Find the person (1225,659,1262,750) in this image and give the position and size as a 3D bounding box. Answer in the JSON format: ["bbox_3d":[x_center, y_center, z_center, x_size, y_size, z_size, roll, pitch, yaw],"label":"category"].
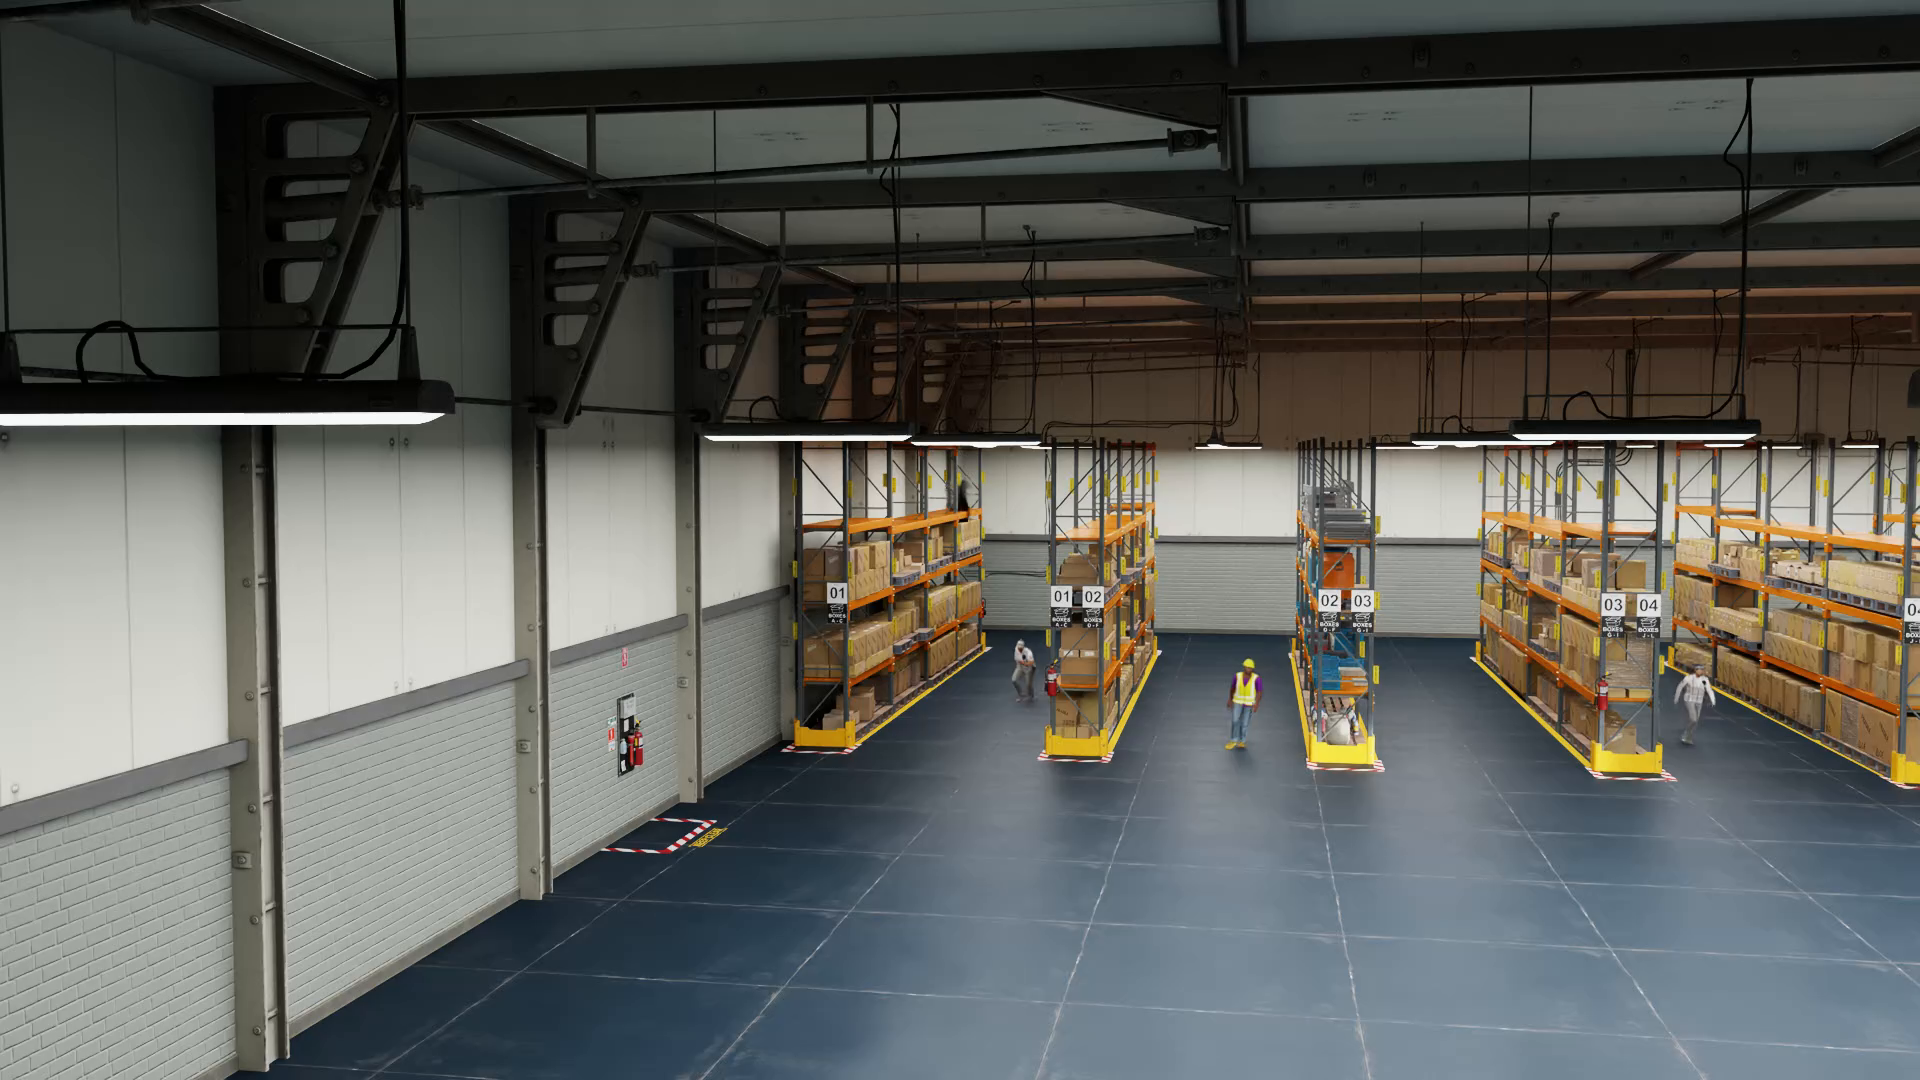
[{"bbox_3d":[5.428,3.135,31.859,0.700,1.724,0.664,0,3,8],"label":"person"}]

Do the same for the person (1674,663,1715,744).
[{"bbox_3d":[14.353,3.182,32.392,0.570,1.617,0.785,0,3,-6],"label":"person"}]

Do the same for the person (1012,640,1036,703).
[{"bbox_3d":[1.496,2.973,37.917,0.614,1.466,1.071,2,3,27],"label":"person"}]

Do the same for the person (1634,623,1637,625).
[{"bbox_3d":[16.556,2.785,40.849,0.652,1.570,1.069,1,3,18],"label":"person"}]
